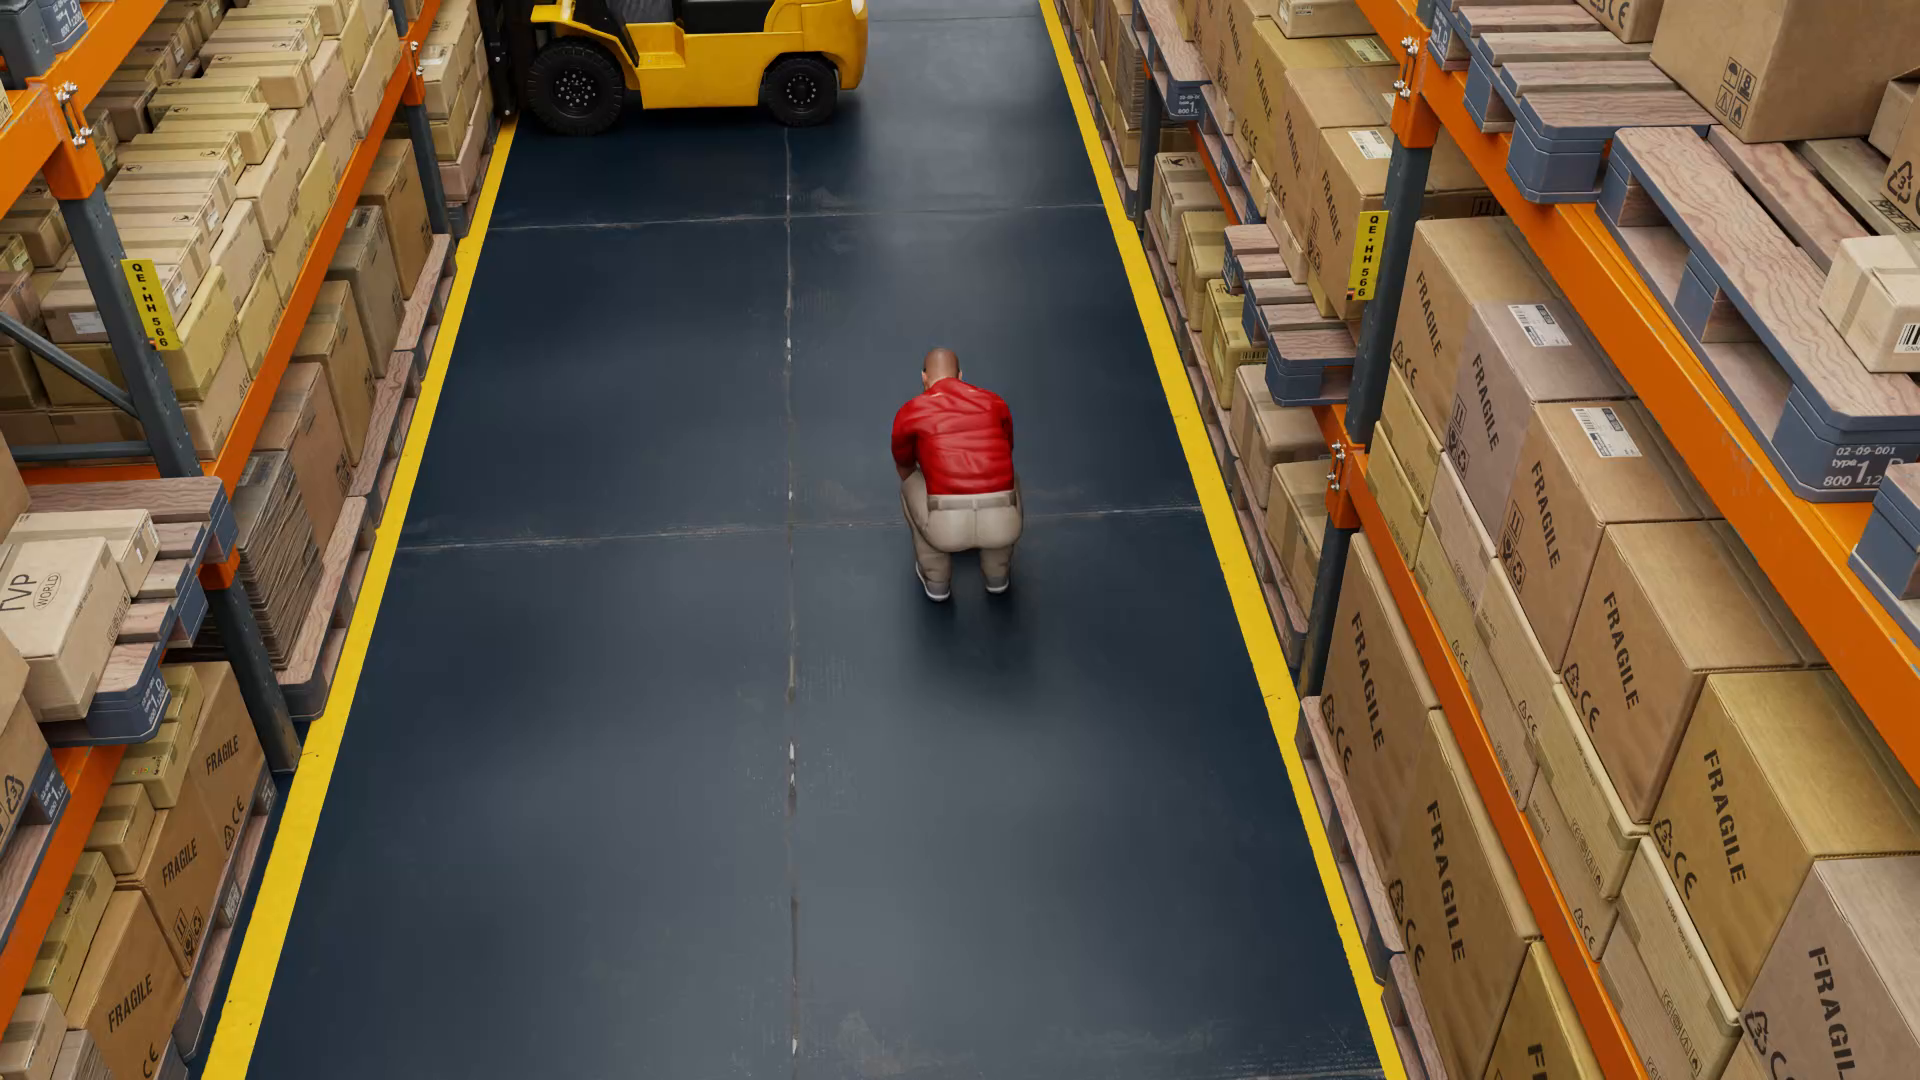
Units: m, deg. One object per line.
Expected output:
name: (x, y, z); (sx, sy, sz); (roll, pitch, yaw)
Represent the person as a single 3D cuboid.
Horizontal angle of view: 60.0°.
person: (-0.006, -0.250, 7.143); (0.556, 0.901, 0.860); (-3, 39, -4)
